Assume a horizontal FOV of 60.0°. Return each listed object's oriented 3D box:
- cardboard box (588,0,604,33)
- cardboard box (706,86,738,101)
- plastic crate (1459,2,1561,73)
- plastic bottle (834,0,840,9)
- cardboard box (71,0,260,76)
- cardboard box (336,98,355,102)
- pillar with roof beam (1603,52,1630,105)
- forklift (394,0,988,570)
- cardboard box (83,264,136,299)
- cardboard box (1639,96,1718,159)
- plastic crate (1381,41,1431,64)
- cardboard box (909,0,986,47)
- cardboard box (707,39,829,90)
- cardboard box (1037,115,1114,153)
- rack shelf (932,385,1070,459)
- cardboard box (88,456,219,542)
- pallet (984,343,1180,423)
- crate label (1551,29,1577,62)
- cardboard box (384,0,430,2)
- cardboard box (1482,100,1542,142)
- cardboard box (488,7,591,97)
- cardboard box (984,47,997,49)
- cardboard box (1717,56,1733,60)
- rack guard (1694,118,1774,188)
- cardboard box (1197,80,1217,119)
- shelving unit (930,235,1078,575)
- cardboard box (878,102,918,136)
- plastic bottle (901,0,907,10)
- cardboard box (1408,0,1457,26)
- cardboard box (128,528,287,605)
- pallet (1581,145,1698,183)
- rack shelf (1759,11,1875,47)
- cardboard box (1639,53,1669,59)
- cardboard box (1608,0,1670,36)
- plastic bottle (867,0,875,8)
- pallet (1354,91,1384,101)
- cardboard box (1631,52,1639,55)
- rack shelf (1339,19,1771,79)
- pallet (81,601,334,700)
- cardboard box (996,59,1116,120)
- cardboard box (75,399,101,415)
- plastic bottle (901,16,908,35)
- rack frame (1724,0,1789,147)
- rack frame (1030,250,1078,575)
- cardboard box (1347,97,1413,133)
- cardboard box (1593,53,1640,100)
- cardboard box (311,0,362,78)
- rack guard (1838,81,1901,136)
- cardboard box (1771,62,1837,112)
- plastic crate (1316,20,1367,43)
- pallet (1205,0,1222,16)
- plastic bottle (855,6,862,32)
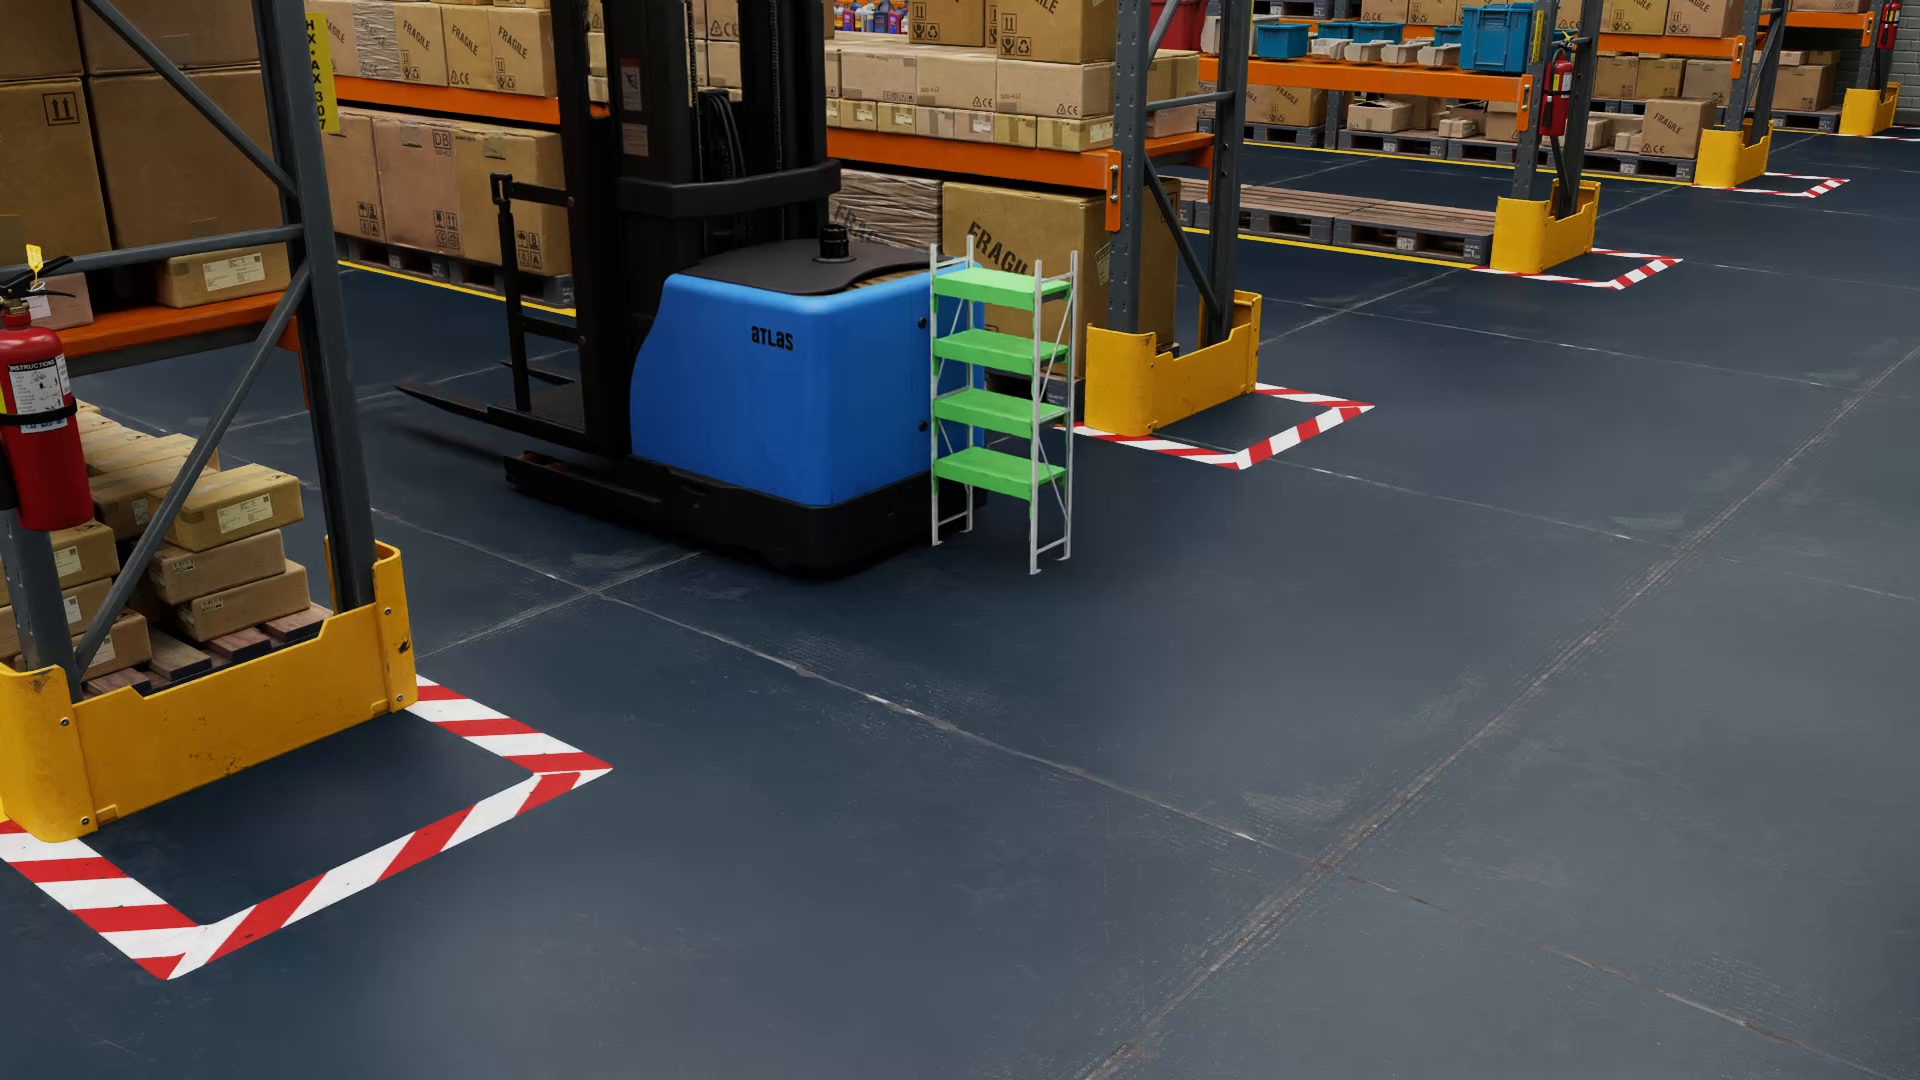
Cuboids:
[{"bbox_3d":[-1.823,-3.225,9.696,0.500,0.500,0.500,16,26,36],"label":"cardboard box"},{"bbox_3d":[-1.203,-2.475,9.335,0.250,0.149,0.380,16,26,36],"label":"cardboard box"},{"bbox_3d":[3.821,-3.511,11.593,0.499,0.435,0.616,16,26,36],"label":"plastic crate"},{"bbox_3d":[-1.238,-5.148,16.234,0.133,0.283,0.061,16,26,36],"label":"plastic bottle"},{"bbox_3d":[-2.328,-1.582,4.633,0.500,0.500,0.500,16,26,36],"label":"cardboard box"},{"bbox_3d":[-4.610,-2.917,12.567,0.875,0.875,1.225,15,25,34],"label":"cardboard box"},{"bbox_3d":[5.731,-8.754,17.129,0.400,9.000,9.100,16,26,36],"label":"pillar with roof beam"},{"bbox_3d":[-1.348,-1.664,6.928,3.031,2.935,1.130,16,26,36],"label":"forklift"},{"bbox_3d":[-2.415,-0.846,5.015,0.250,0.149,0.380,17,27,38],"label":"cardboard box"},{"bbox_3d":[6.756,-3.886,15.642,0.500,0.500,0.500,16,26,36],"label":"cardboard box"},{"bbox_3d":[3.236,-3.549,12.116,0.243,0.136,0.396,16,26,36],"label":"plastic crate"},{"bbox_3d":[0.073,-2.915,8.876,0.500,0.500,0.500,15,25,35],"label":"cardboard box"},{"bbox_3d":[-1.047,-2.648,9.229,0.500,0.250,0.500,17,26,38],"label":"cardboard box"},{"bbox_3d":[0.582,-1.961,7.973,0.250,0.149,0.380,17,26,37],"label":"cardboard box"},{"bbox_3d":[0.159,-0.456,6.358,0.480,0.148,0.258,16,26,36],"label":"rack shelf"},{"bbox_3d":[-2.629,-0.135,5.377,0.250,0.149,0.380,17,26,37],"label":"cardboard box"},{"bbox_3d":[0.397,-0.941,8.865,1.213,0.211,1.003,16,26,36],"label":"pallet"},{"bbox_3d":[4.215,-3.538,11.951,0.303,0.233,0.416,16,26,36],"label":"crate label"},{"bbox_3d":[-3.548,-3.929,11.271,0.637,0.503,0.797,17,27,38],"label":"cardboard box"},{"bbox_3d":[5.693,-4.309,16.757,0.637,0.503,0.797,16,26,36],"label":"cardboard box"},{"bbox_3d":[-2.568,-3.058,10.385,0.500,0.500,0.500,16,26,36],"label":"cardboard box"},{"bbox_3d":[0.458,-2.453,8.713,0.500,0.250,0.500,16,26,36],"label":"cardboard box"},{"bbox_3d":[9.296,-5.863,19.992,0.250,0.149,0.380,17,26,37],"label":"cardboard box"},{"bbox_3d":[7.274,-3.644,15.622,0.348,0.500,1.175,16,26,36],"label":"rack guard"},{"bbox_3d":[2.905,-4.981,18.545,0.500,0.500,0.500,16,26,37],"label":"cardboard box"},{"bbox_3d":[0.159,-0.516,6.335,0.503,1.200,0.258,16,26,36],"label":"shelving unit"},{"bbox_3d":[-0.210,-2.188,8.576,0.250,0.149,0.380,15,26,35],"label":"cardboard box"},{"bbox_3d":[-0.531,-4.945,15.695,0.133,0.283,0.061,16,26,36],"label":"plastic bottle"},{"bbox_3d":[4.855,-5.434,16.685,0.500,0.500,0.500,17,26,37],"label":"cardboard box"},{"bbox_3d":[-2.392,0.055,5.294,0.250,0.149,0.380,17,27,38],"label":"cardboard box"},{"bbox_3d":[6.656,-3.686,16.144,1.213,0.211,1.003,16,26,36],"label":"pallet"},{"bbox_3d":[8.913,-6.261,20.039,4.000,0.370,1.077,16,26,36],"label":"rack shelf"},{"bbox_3d":[8.432,-5.937,20.188,0.250,0.149,0.380,15,25,35],"label":"cardboard box"},{"bbox_3d":[6.410,-4.983,15.490,0.500,0.500,0.500,16,26,37],"label":"cardboard box"},{"bbox_3d":[-0.858,-5.025,15.925,0.097,0.271,0.097,0,21,0],"label":"plastic bottle"},{"bbox_3d":[5.769,-6.163,22.711,1.213,0.211,1.003,16,26,36],"label":"pallet"},{"bbox_3d":[8.505,-6.090,20.595,0.250,0.149,0.380,15,25,35],"label":"cardboard box"},{"bbox_3d":[5.784,-4.906,16.446,4.000,0.370,1.077,16,26,36],"label":"rack shelf"},{"bbox_3d":[-2.814,0.341,5.465,1.213,0.211,1.003,16,26,36],"label":"pallet"},{"bbox_3d":[0.523,-2.194,8.025,0.500,0.250,0.500,16,26,35],"label":"cardboard box"},{"bbox_3d":[-3.371,-0.395,6.066,0.250,0.149,0.380,17,26,37],"label":"cardboard box"},{"bbox_3d":[-0.475,-4.536,14.728,0.097,0.201,0.097,0,21,0],"label":"plastic bottle"},{"bbox_3d":[7.333,-4.796,15.136,0.127,3.000,1.000,16,26,36],"label":"rack frame"},{"bbox_3d":[0.348,-0.461,6.191,0.015,1.200,0.240,16,26,36],"label":"rack frame"},{"bbox_3d":[4.422,-4.484,17.494,0.500,0.311,0.500,16,26,36],"label":"cardboard box"},{"bbox_3d":[8.265,-5.763,20.646,0.500,0.500,0.700,16,26,36],"label":"cardboard box"},{"bbox_3d":[-4.127,-3.510,11.583,0.500,0.500,0.500,16,26,35],"label":"cardboard box"},{"bbox_3d":[10.481,-4.976,19.156,0.348,0.500,1.175,16,26,36],"label":"rack guard"},{"bbox_3d":[9.857,-5.307,19.437,0.500,0.500,0.700,16,26,36],"label":"cardboard box"},{"bbox_3d":[2.962,-3.899,12.908,0.300,0.233,0.416,16,26,36],"label":"plastic crate"},{"bbox_3d":[2.645,-6.059,18.755,1.213,0.211,1.003,16,26,36],"label":"pallet"},{"bbox_3d":[-0.902,-4.692,15.041,0.097,0.271,0.097,0,21,0],"label":"plastic bottle"}]
